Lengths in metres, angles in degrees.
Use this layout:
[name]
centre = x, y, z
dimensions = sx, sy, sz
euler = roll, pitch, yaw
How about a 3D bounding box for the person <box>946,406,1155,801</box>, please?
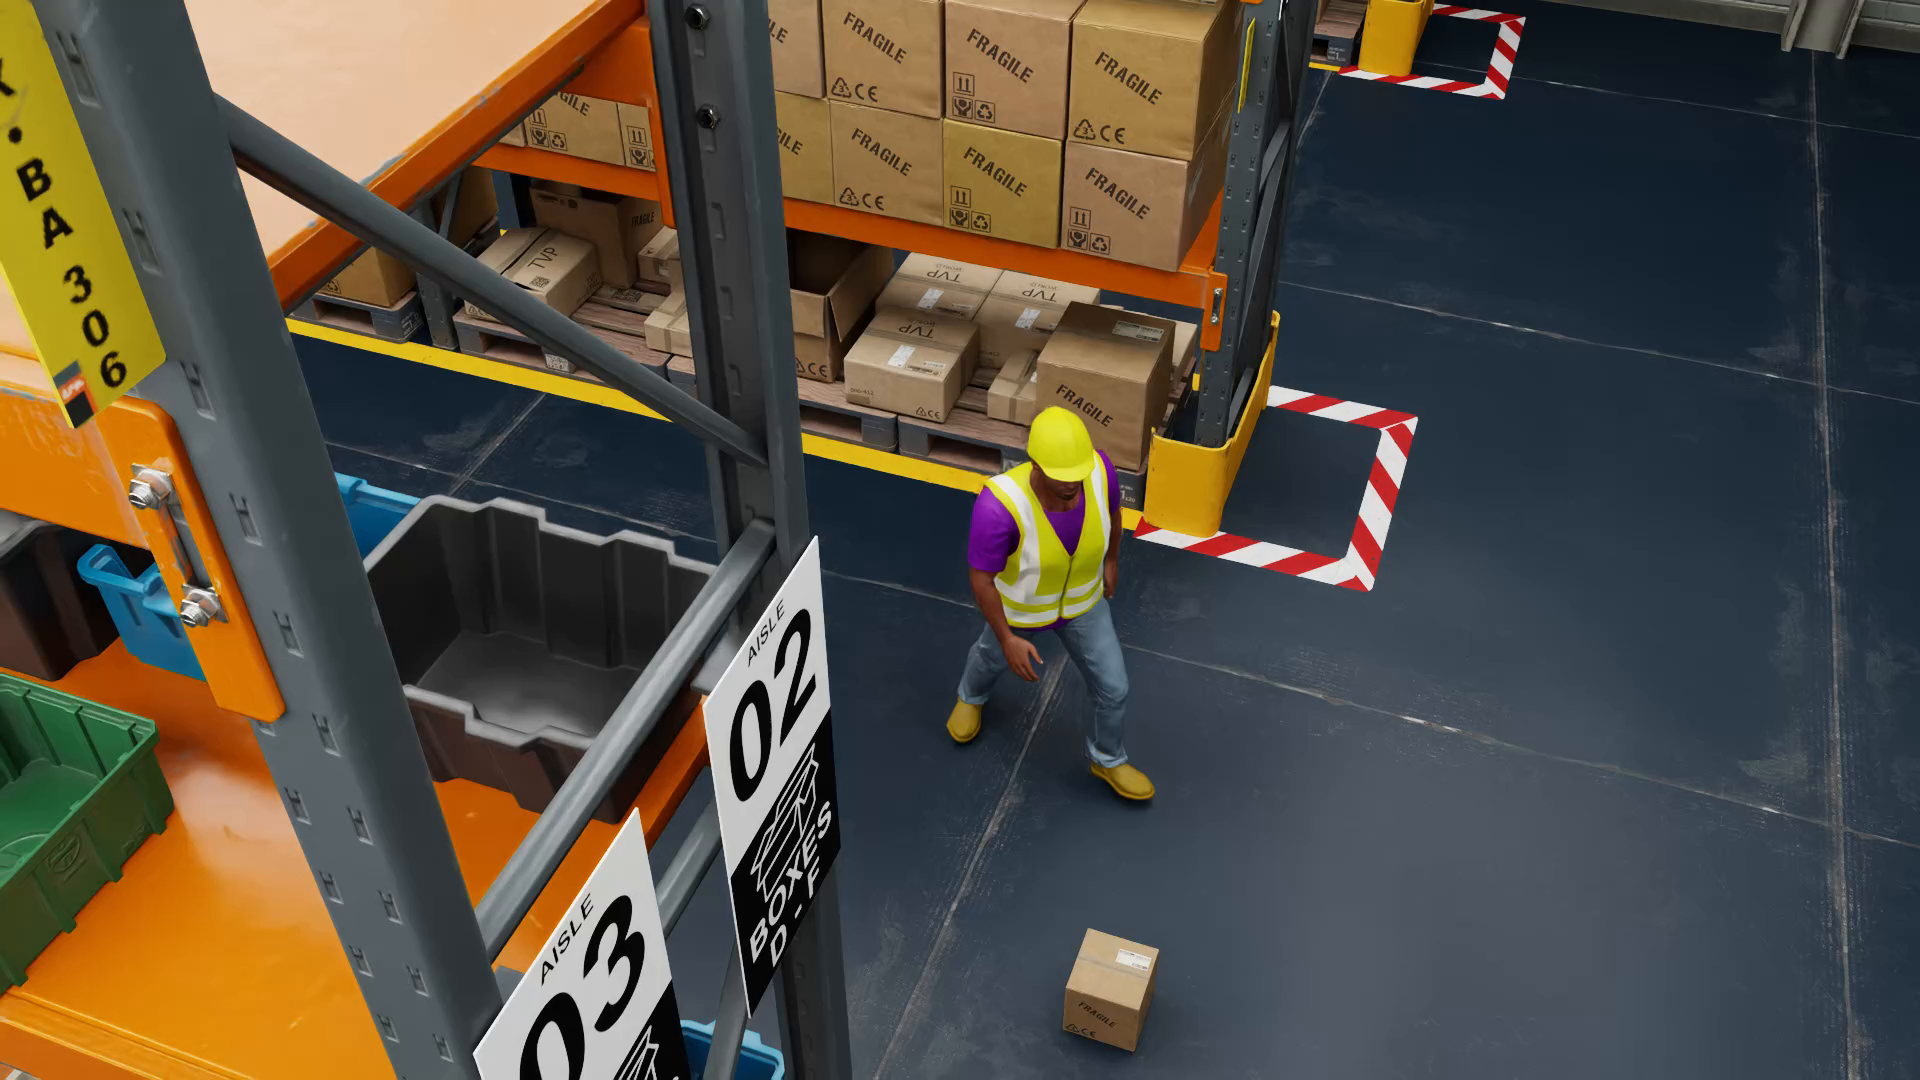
[person]
centre = -6.993, -0.575, 6.824
dimensions = 13.402, 1.721, 8.305
euler = -14, 43, -16
